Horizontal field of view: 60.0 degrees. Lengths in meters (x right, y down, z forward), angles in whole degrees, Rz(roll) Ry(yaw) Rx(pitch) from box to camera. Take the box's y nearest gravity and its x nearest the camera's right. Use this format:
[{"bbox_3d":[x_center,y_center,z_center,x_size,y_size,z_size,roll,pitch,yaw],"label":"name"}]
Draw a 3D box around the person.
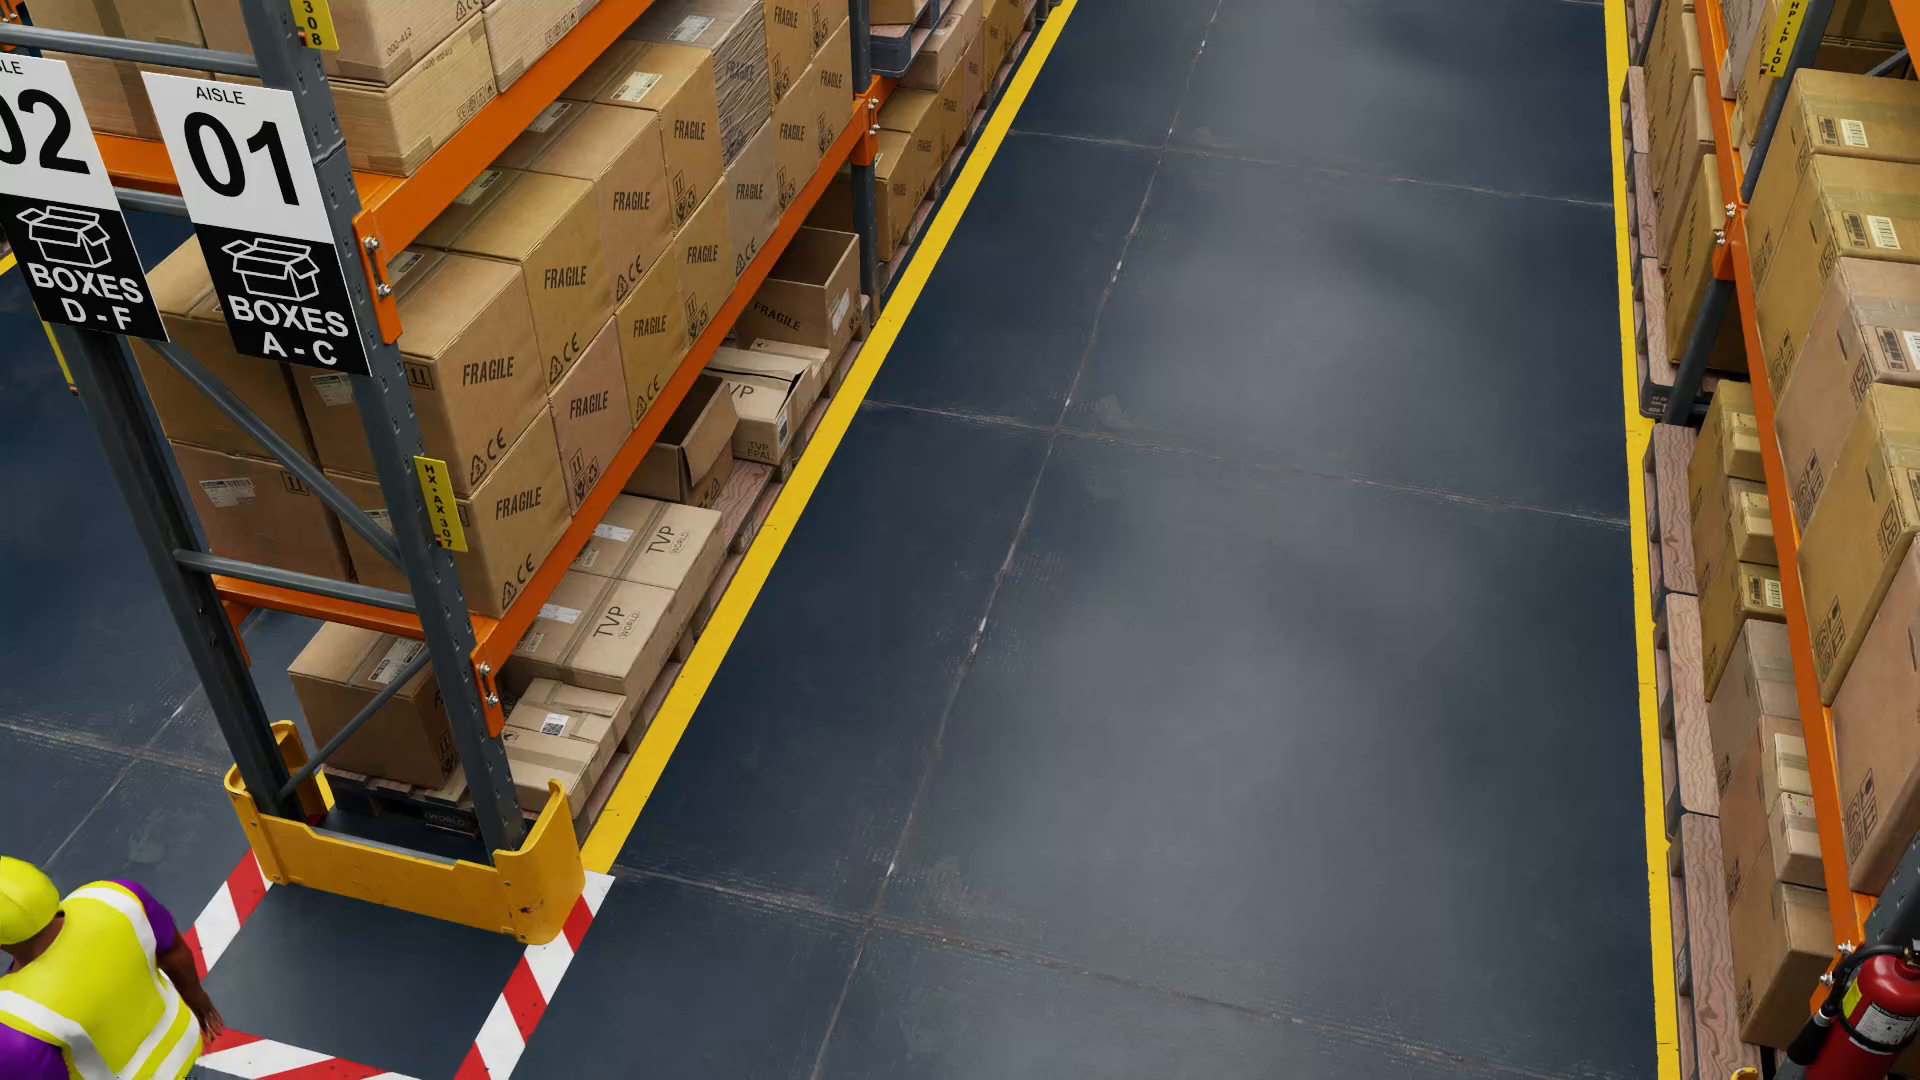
[{"bbox_3d":[-2.172,1.447,4.439,0.618,1.752,0.634,9,42,10],"label":"person"}]
